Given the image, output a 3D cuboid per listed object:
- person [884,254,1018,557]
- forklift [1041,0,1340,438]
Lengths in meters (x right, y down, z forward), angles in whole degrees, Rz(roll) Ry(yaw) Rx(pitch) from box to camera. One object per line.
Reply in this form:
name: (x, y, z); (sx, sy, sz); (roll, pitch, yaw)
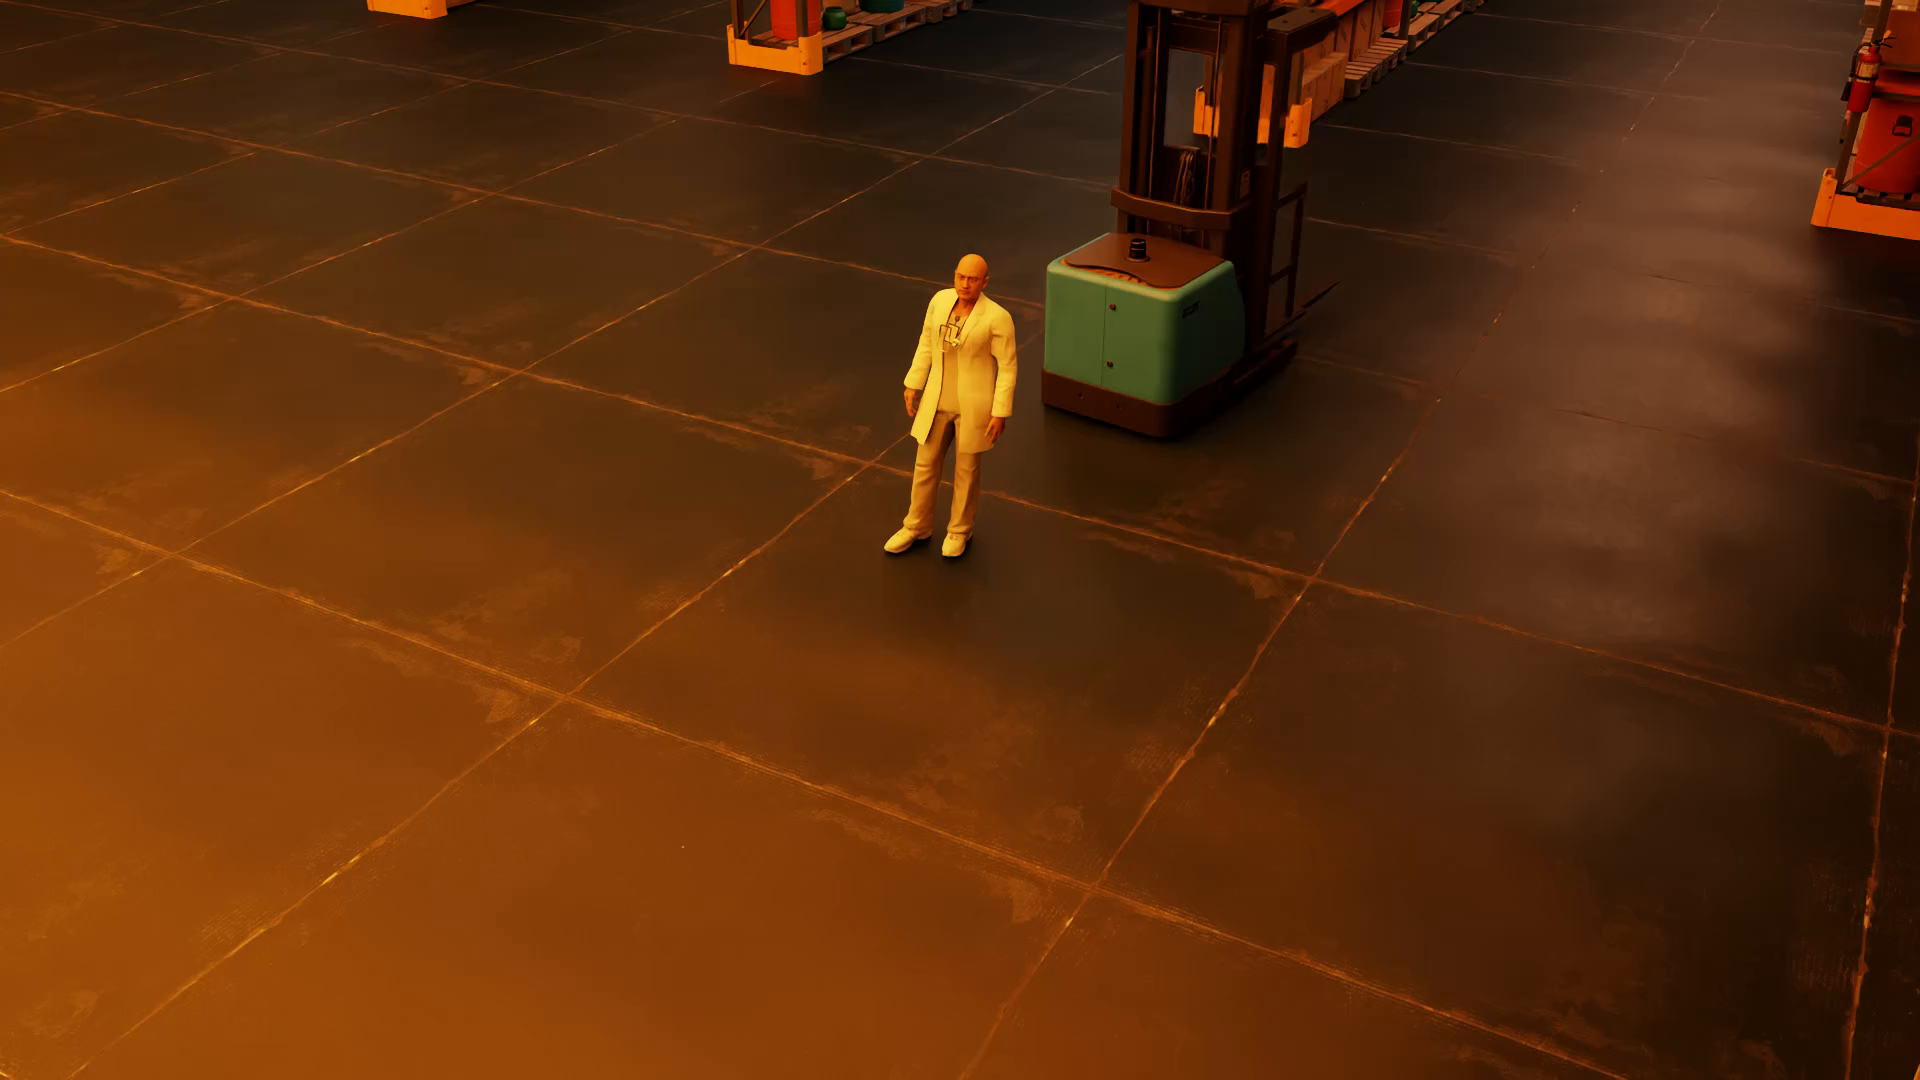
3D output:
person: (-0.048, -0.738, 9.489); (0.696, 1.775, 0.581); (15, 33, 25)
forklift: (1.837, -2.629, 11.626); (1.130, 2.935, 3.031); (20, 36, 31)
